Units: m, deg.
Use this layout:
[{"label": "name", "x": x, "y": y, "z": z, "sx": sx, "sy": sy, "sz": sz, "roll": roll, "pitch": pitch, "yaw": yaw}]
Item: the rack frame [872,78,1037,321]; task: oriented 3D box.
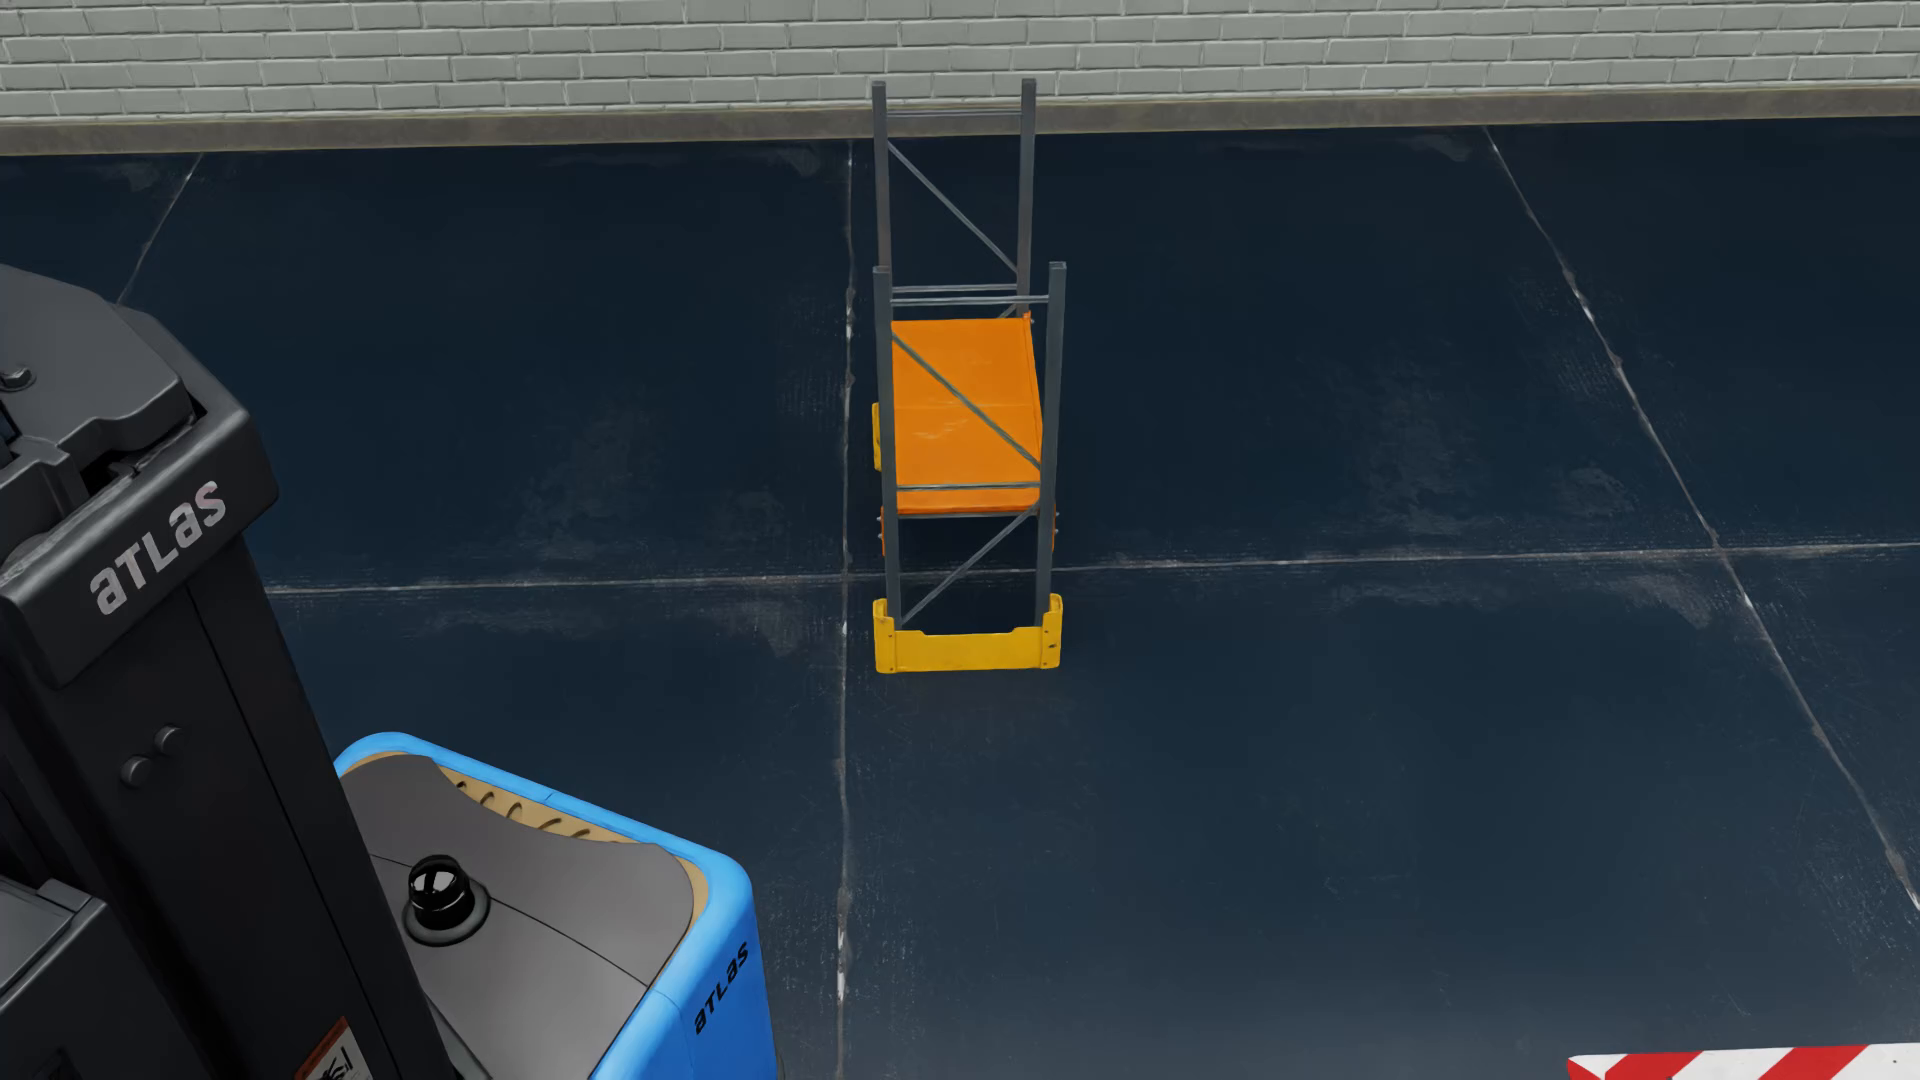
[{"label": "rack frame", "x": -0.018, "y": -0.838, "z": 5.555, "sx": 0.500, "sy": 1.500, "sz": 0.032, "roll": -2, "pitch": 43, "yaw": -2}]

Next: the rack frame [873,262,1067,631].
[{"label": "rack frame", "x": 0.025, "y": -0.152, "z": 4.806, "sx": 0.500, "sy": 1.500, "sz": 0.032, "roll": -2, "pitch": 43, "yaw": -2}]

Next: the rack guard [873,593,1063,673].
[{"label": "rack guard", "x": 0.024, "y": 0.296, "z": 5.243, "sx": 0.587, "sy": 0.250, "sz": 0.087, "roll": -2, "pitch": 43, "yaw": -2}]

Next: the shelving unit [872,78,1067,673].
[{"label": "shelving unit", "x": 0.003, "y": -0.501, "z": 5.187, "sx": 0.587, "sy": 1.500, "sz": 1.083, "roll": -2, "pitch": 43, "yaw": -2}]

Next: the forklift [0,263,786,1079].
[{"label": "forklift", "x": -1.475, "y": 1.161, "z": 2.314, "sx": 1.130, "sy": 2.935, "sz": 3.031, "roll": 17, "pitch": 45, "yaw": 17}]

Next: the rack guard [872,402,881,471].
[{"label": "rack guard", "x": -0.018, "y": -0.377, "z": 5.976, "sx": 0.587, "sy": 0.250, "sz": 0.087, "roll": -2, "pitch": 43, "yaw": -2}]

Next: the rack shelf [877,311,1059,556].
[{"label": "rack shelf", "x": 0.004, "y": -0.363, "z": 5.302, "sx": 0.538, "sy": 0.185, "sz": 1.000, "roll": -2, "pitch": 43, "yaw": -2}]
